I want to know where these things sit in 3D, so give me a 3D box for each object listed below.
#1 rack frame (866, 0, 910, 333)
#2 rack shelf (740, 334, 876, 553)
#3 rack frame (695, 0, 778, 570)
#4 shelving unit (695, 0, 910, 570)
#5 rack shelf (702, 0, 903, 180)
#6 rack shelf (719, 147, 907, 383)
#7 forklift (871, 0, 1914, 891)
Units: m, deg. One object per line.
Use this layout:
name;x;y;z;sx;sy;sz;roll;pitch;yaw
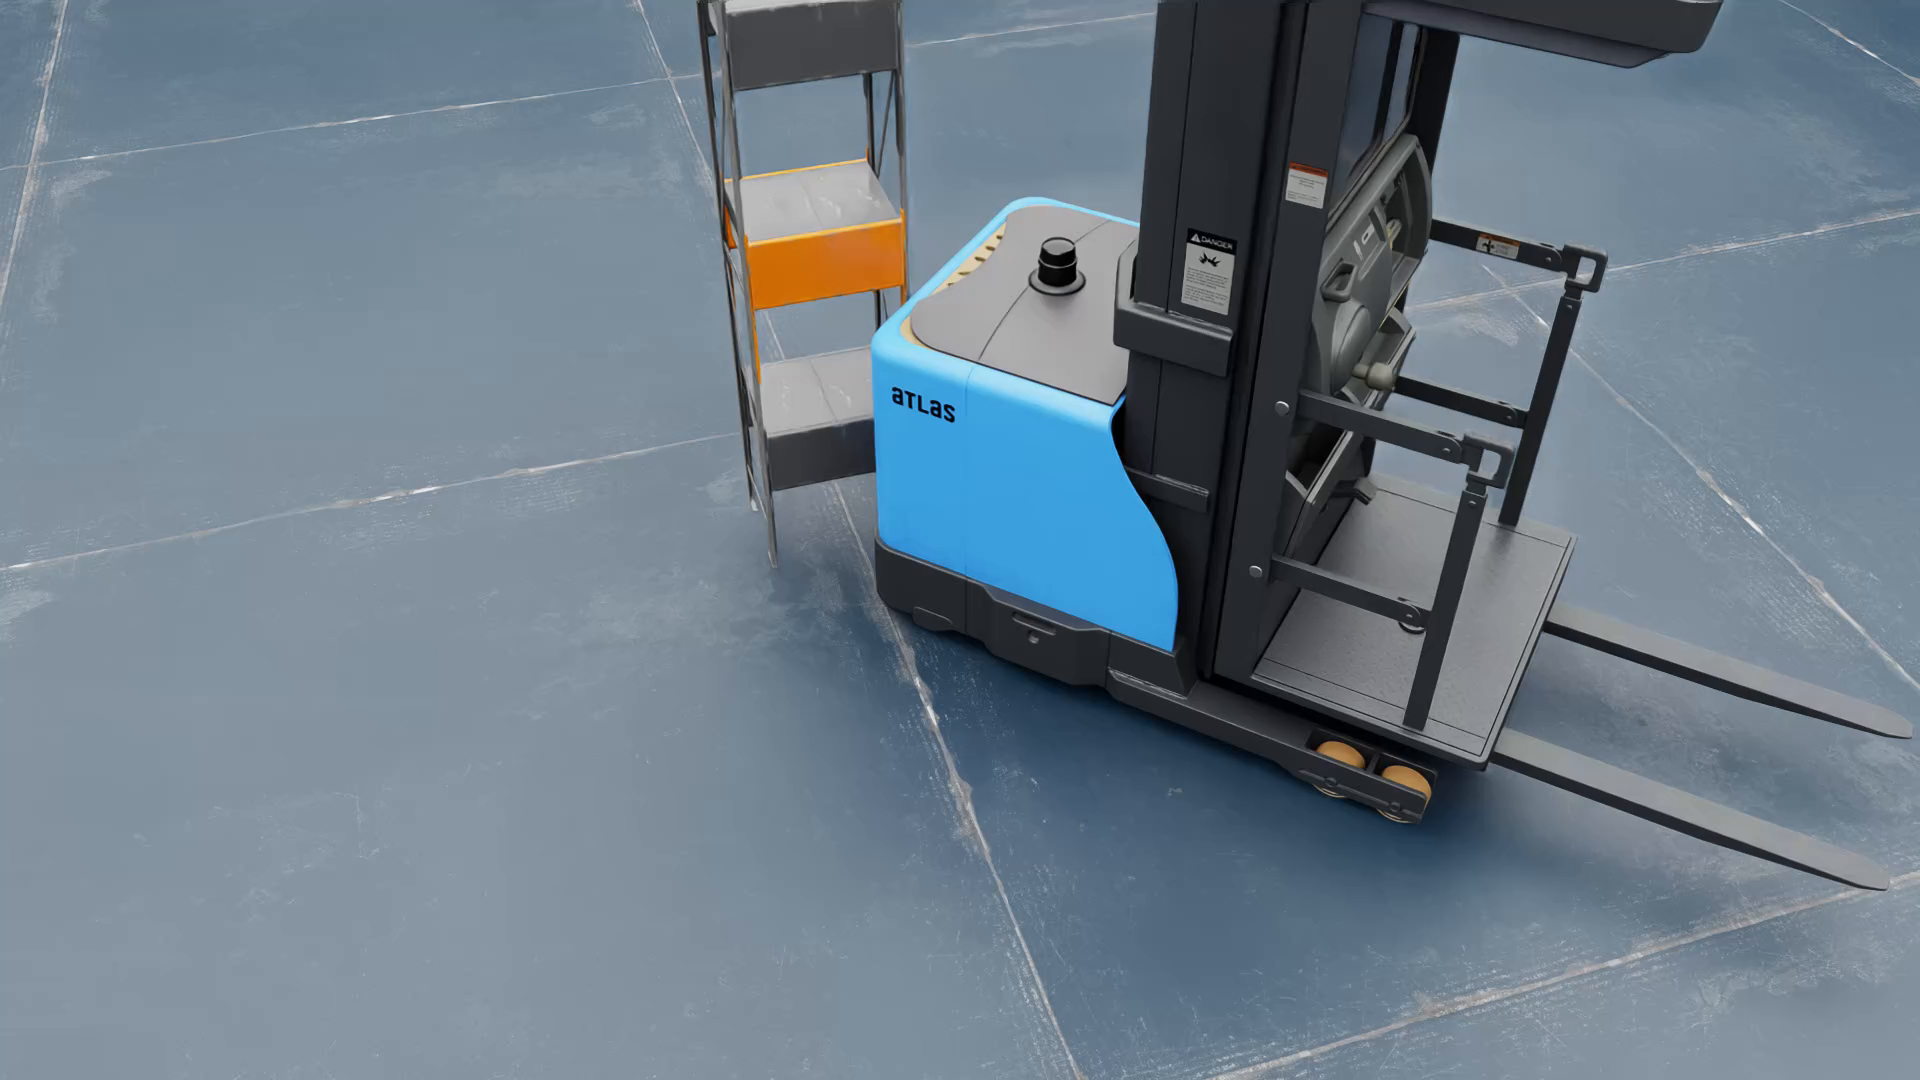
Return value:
rack frame;-0.220;-0.913;5.199;0.015;2.100;0.400;-12;42;-13
rack shelf;-0.453;-0.327;5.613;0.480;0.518;0.431;-12;42;-13
rack frame;-0.686;-0.816;5.088;0.015;2.100;0.400;-12;42;-13
shelving unit;-0.453;-0.865;5.144;0.503;2.100;0.431;-12;42;-13
rack shelf;-0.453;-1.381;4.692;0.480;0.518;0.431;-12;42;-13
rack shelf;-0.453;-0.854;5.153;0.480;0.518;0.431;-12;42;-13
forklift;1.267;-0.690;4.312;3.031;2.935;1.130;20;45;21
